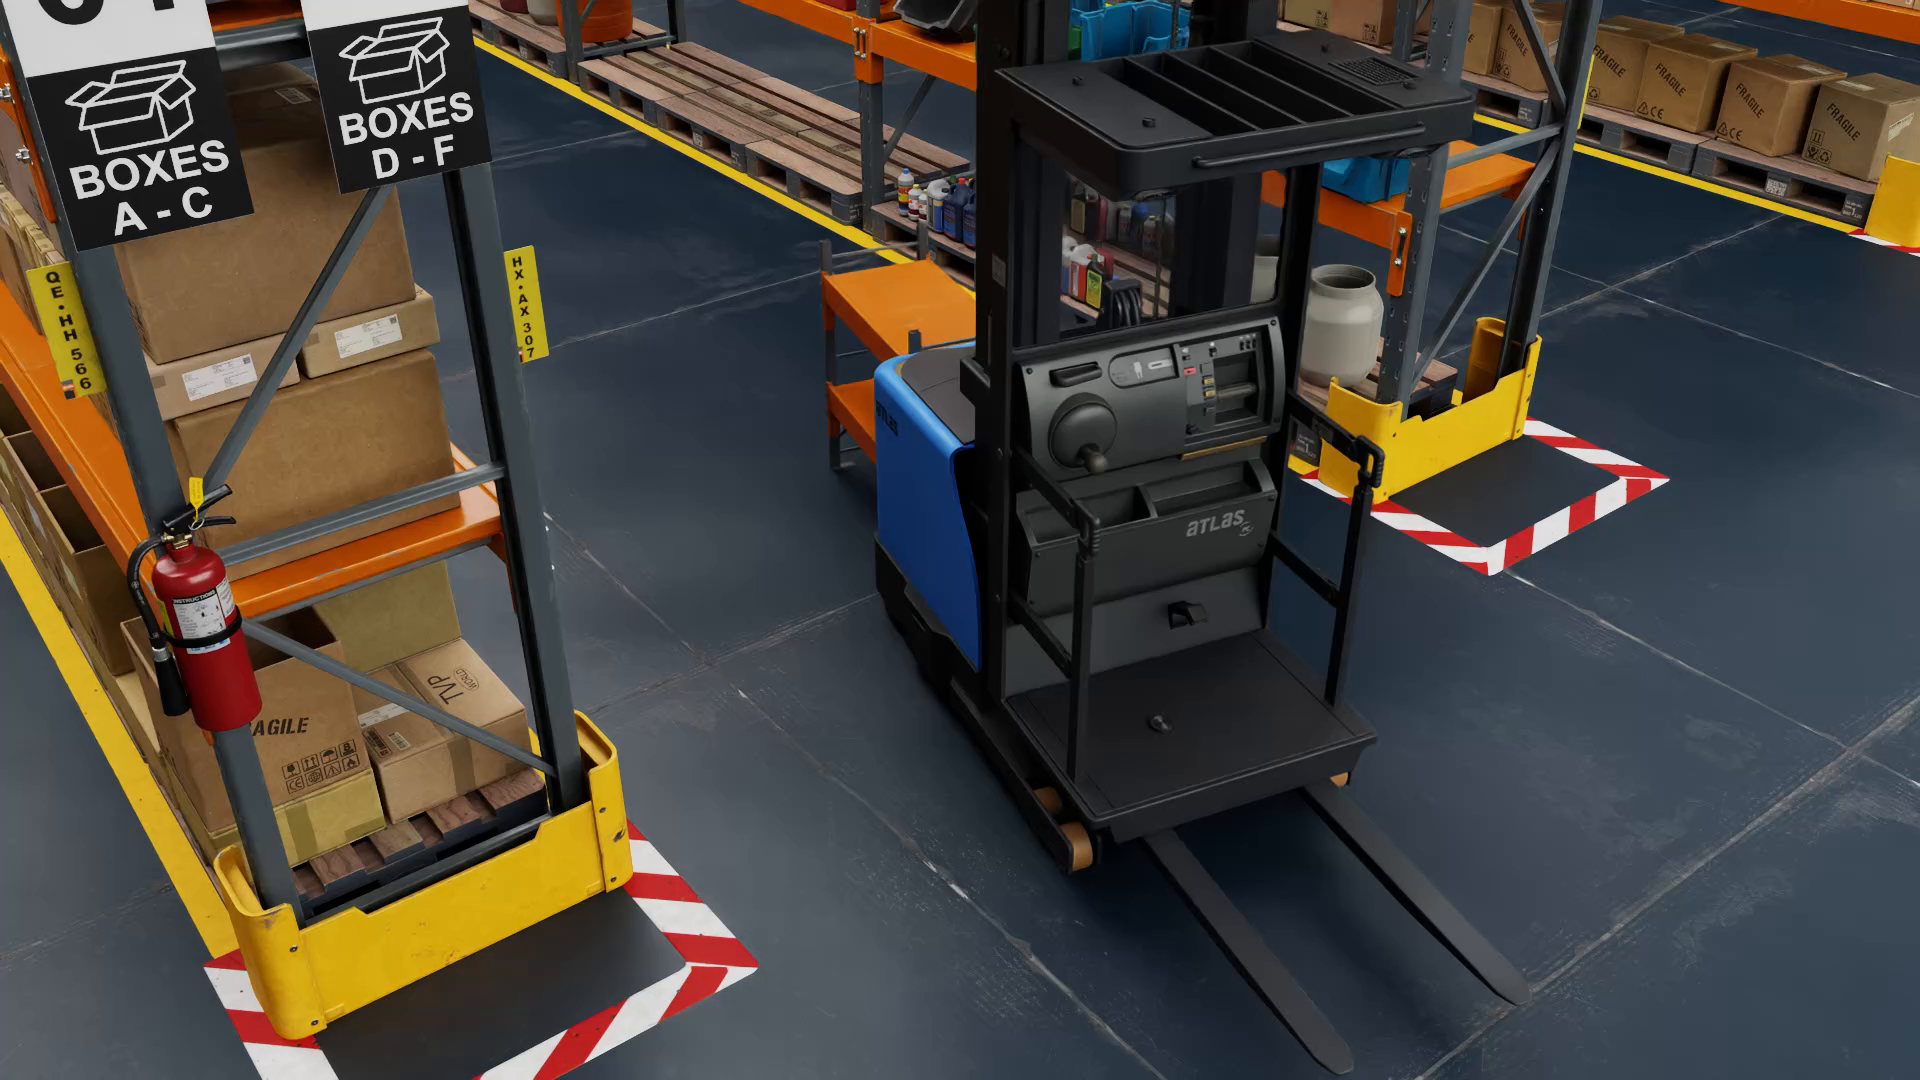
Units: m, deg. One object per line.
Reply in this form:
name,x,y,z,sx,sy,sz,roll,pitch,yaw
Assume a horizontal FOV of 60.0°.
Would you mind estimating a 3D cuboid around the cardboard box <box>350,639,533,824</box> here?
cardboard box,-1.786,0.633,5.596,0.500,0.250,0.500,-22,38,-31

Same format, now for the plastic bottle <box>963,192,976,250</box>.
plastic bottle,0.112,-1.842,9.466,0.144,0.351,0.185,-24,39,-33

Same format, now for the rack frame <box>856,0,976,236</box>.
rack frame,-0.170,-3.330,9.768,1.000,3.000,0.127,-22,38,-31

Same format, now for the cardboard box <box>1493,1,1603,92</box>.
cardboard box,4.313,-3.633,12.227,0.500,0.500,0.500,-11,33,-16

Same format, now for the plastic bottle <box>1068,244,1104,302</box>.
plastic bottle,0.677,-1.430,8.874,0.152,0.276,0.135,-22,38,-31

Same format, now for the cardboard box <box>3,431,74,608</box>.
cardboard box,-3.127,-0.139,6.127,0.500,0.500,0.500,-22,38,-31

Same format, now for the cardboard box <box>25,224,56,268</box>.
cardboard box,-2.650,-0.907,5.158,0.380,0.149,0.250,-21,38,-30

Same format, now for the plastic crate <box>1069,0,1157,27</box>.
plastic crate,0.723,-2.893,9.206,0.499,0.251,0.616,-22,38,-31

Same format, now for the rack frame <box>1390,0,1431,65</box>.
rack frame,3.742,-4.932,12.348,1.000,3.000,0.127,-22,38,-31

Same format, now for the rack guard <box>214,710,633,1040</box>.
rack guard,-1.618,1.010,5.150,1.175,0.500,0.348,-22,38,-31

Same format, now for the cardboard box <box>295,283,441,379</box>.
cardboard box,-1.703,-0.613,4.684,0.380,0.149,0.250,-23,38,-32

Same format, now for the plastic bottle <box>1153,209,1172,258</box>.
plastic bottle,1.145,-1.731,9.364,0.097,0.271,0.097,0,32,0

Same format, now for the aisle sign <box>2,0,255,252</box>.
aisle sign,-1.824,-1.044,3.623,0.394,0.787,0.004,-22,38,-31

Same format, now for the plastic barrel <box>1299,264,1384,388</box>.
plastic barrel,1.818,-1.034,8.031,0.421,0.512,0.421,0,32,0

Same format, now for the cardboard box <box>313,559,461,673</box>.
cardboard box,-2.094,0.106,5.733,0.500,0.500,0.500,-22,38,-31

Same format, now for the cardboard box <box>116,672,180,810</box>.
cardboard box,-2.511,0.596,5.656,0.500,0.250,0.500,-22,38,-31

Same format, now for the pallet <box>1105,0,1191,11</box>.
pallet,1.767,-5.088,15.243,1.003,0.211,1.213,-22,38,-31

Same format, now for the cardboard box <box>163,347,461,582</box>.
cardboard box,-1.909,-0.303,4.800,0.700,0.500,0.500,-22,38,-31

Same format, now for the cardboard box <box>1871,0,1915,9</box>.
cardboard box,5.704,-3.315,9.982,0.380,0.149,0.250,-22,38,-31

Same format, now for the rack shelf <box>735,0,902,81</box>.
rack shelf,-1.397,-3.858,11.300,1.077,0.370,4.000,-22,38,-31

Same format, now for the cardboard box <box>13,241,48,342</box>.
cardboard box,-2.860,-0.947,5.837,0.700,0.500,0.500,-21,38,-30

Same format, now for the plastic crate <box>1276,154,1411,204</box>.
plastic crate,1.739,-1.711,7.303,0.499,0.251,0.616,-22,38,-31

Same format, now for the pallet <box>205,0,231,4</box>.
pallet,-2.046,-1.601,4.226,1.003,0.211,1.213,-22,38,-31

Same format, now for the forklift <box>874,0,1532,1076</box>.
forklift,0.713,-0.410,5.132,1.130,2.935,3.031,-13,34,-20

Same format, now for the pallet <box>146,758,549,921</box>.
pallet,-2.135,0.818,5.733,1.003,0.211,1.213,-22,38,-31

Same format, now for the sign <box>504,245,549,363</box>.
sign,-1.191,-0.640,4.542,0.100,0.325,0.005,-22,38,-31

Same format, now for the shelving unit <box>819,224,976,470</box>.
shelving unit,-0.171,-0.621,7.184,0.538,1.125,1.048,-13,34,-20

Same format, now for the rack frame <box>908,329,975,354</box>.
rack frame,0.035,-0.376,6.789,0.500,1.125,0.032,-13,34,-20

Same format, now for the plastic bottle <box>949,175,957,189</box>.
plastic bottle,-0.018,-1.997,9.780,0.061,0.283,0.133,-22,38,-31

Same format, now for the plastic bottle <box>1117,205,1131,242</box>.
plastic bottle,0.958,-1.829,9.587,0.097,0.201,0.097,0,32,0

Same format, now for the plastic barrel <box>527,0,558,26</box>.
plastic barrel,-3.354,-4.523,13.649,0.421,0.512,0.421,0,32,0

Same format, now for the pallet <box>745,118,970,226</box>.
pallet,-0.683,-2.460,11.010,1.003,0.211,1.213,-22,38,-31

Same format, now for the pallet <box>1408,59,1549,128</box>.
pallet,4.182,-3.479,12.652,1.003,0.211,1.213,-22,38,-31

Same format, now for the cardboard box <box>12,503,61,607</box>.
cardboard box,-3.435,-0.028,6.659,0.500,0.250,0.500,-22,38,-31

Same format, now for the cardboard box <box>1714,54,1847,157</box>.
cardboard box,5.432,-2.885,11.024,0.500,0.500,0.500,-12,34,-19

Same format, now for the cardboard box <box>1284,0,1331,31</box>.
cardboard box,3.105,-4.525,13.645,0.700,0.500,0.500,-23,38,-32

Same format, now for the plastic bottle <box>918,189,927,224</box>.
plastic bottle,-0.197,-1.968,9.812,0.097,0.201,0.097,0,32,0

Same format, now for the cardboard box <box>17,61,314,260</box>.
cardboard box,-2.268,-1.093,4.843,0.700,0.500,0.500,-23,39,-33

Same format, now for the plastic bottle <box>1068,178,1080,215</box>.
plastic bottle,0.703,-2.053,9.870,0.061,0.283,0.133,-20,37,-28

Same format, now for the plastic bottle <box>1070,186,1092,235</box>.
plastic bottle,0.703,-1.929,9.670,0.061,0.283,0.133,-22,38,-31

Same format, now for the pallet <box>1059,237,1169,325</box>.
pallet,0.961,-1.343,9.212,1.003,0.211,1.213,-22,38,-31
